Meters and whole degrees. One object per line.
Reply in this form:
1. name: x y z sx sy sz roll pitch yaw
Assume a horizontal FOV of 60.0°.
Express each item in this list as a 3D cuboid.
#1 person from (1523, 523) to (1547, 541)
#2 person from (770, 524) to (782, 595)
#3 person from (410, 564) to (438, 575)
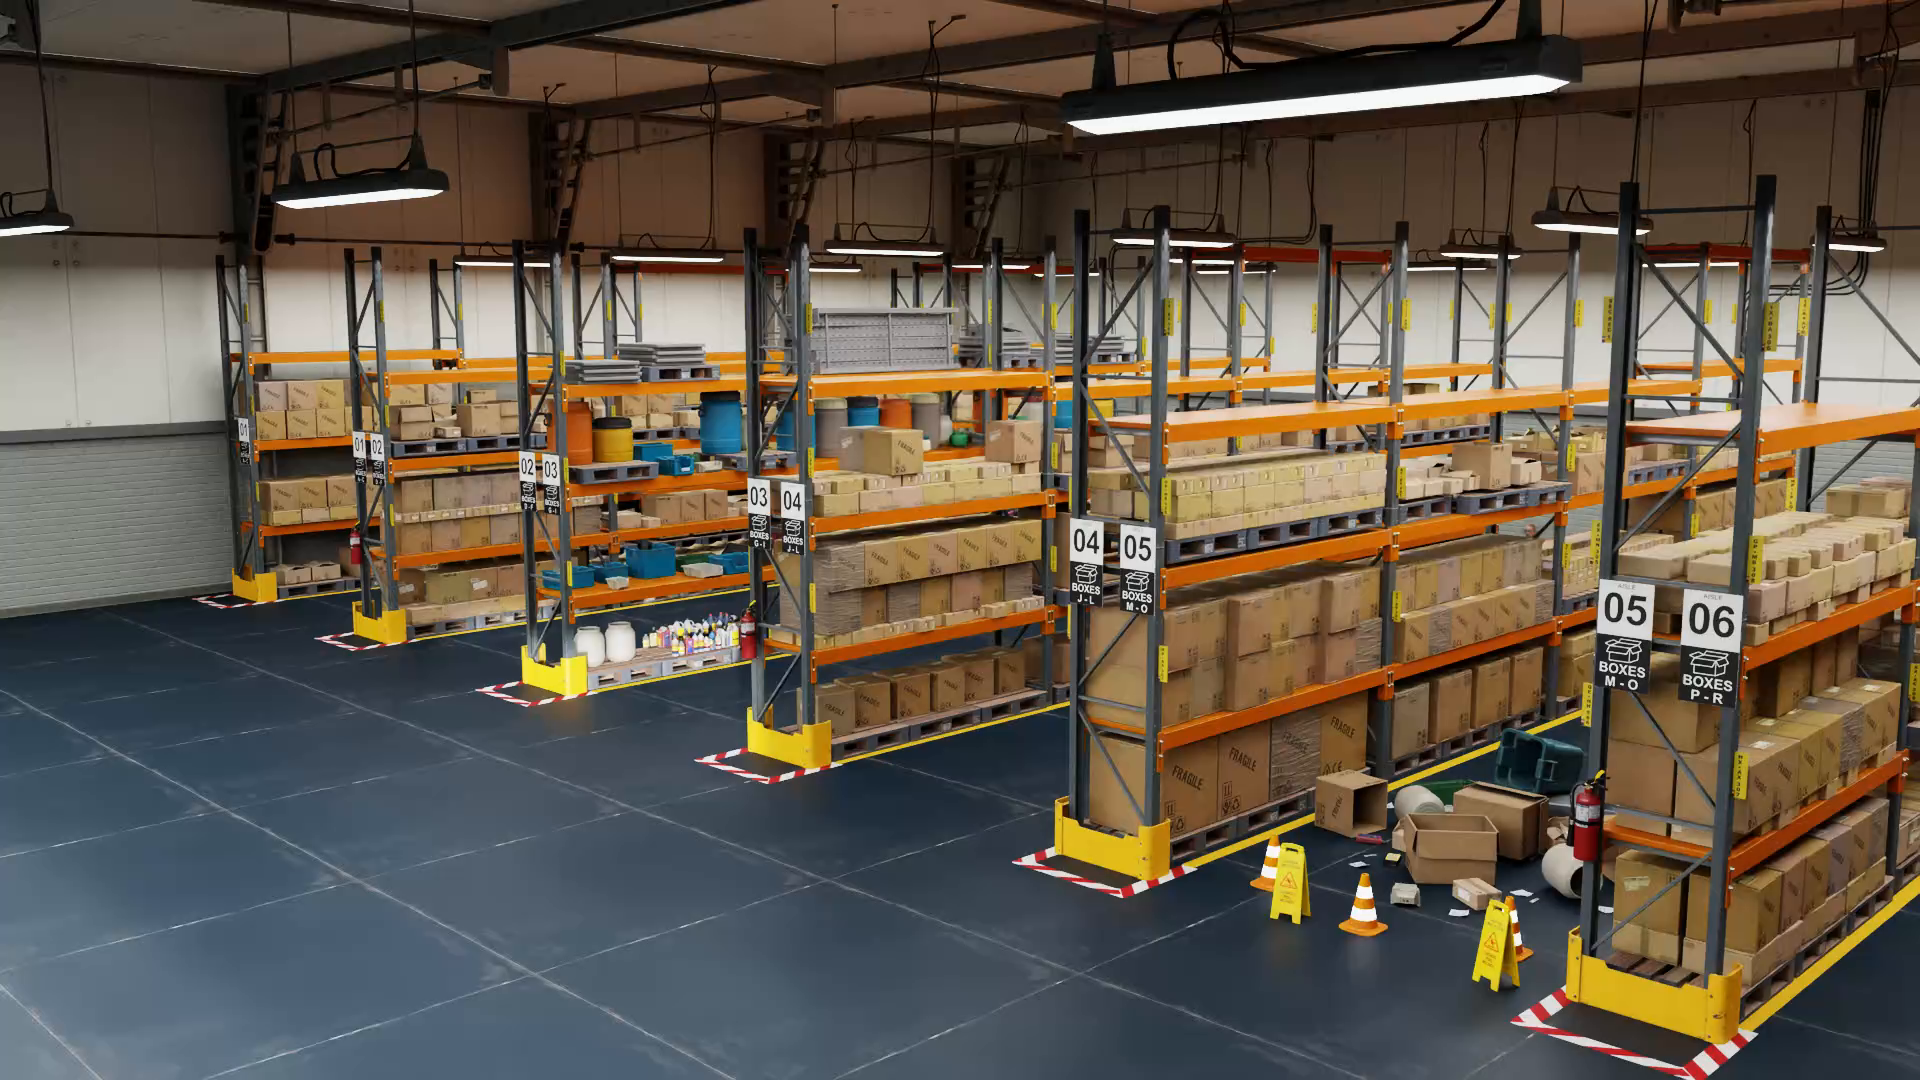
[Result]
1. person: 8.966 0.607 26.193 0.608 1.767 0.909 8 11 43
2. person: -2.832 -0.003 28.133 0.872 1.815 0.634 -8 11 -44
3. person: -9.005 0.301 27.935 0.691 1.789 1.045 8 11 44
